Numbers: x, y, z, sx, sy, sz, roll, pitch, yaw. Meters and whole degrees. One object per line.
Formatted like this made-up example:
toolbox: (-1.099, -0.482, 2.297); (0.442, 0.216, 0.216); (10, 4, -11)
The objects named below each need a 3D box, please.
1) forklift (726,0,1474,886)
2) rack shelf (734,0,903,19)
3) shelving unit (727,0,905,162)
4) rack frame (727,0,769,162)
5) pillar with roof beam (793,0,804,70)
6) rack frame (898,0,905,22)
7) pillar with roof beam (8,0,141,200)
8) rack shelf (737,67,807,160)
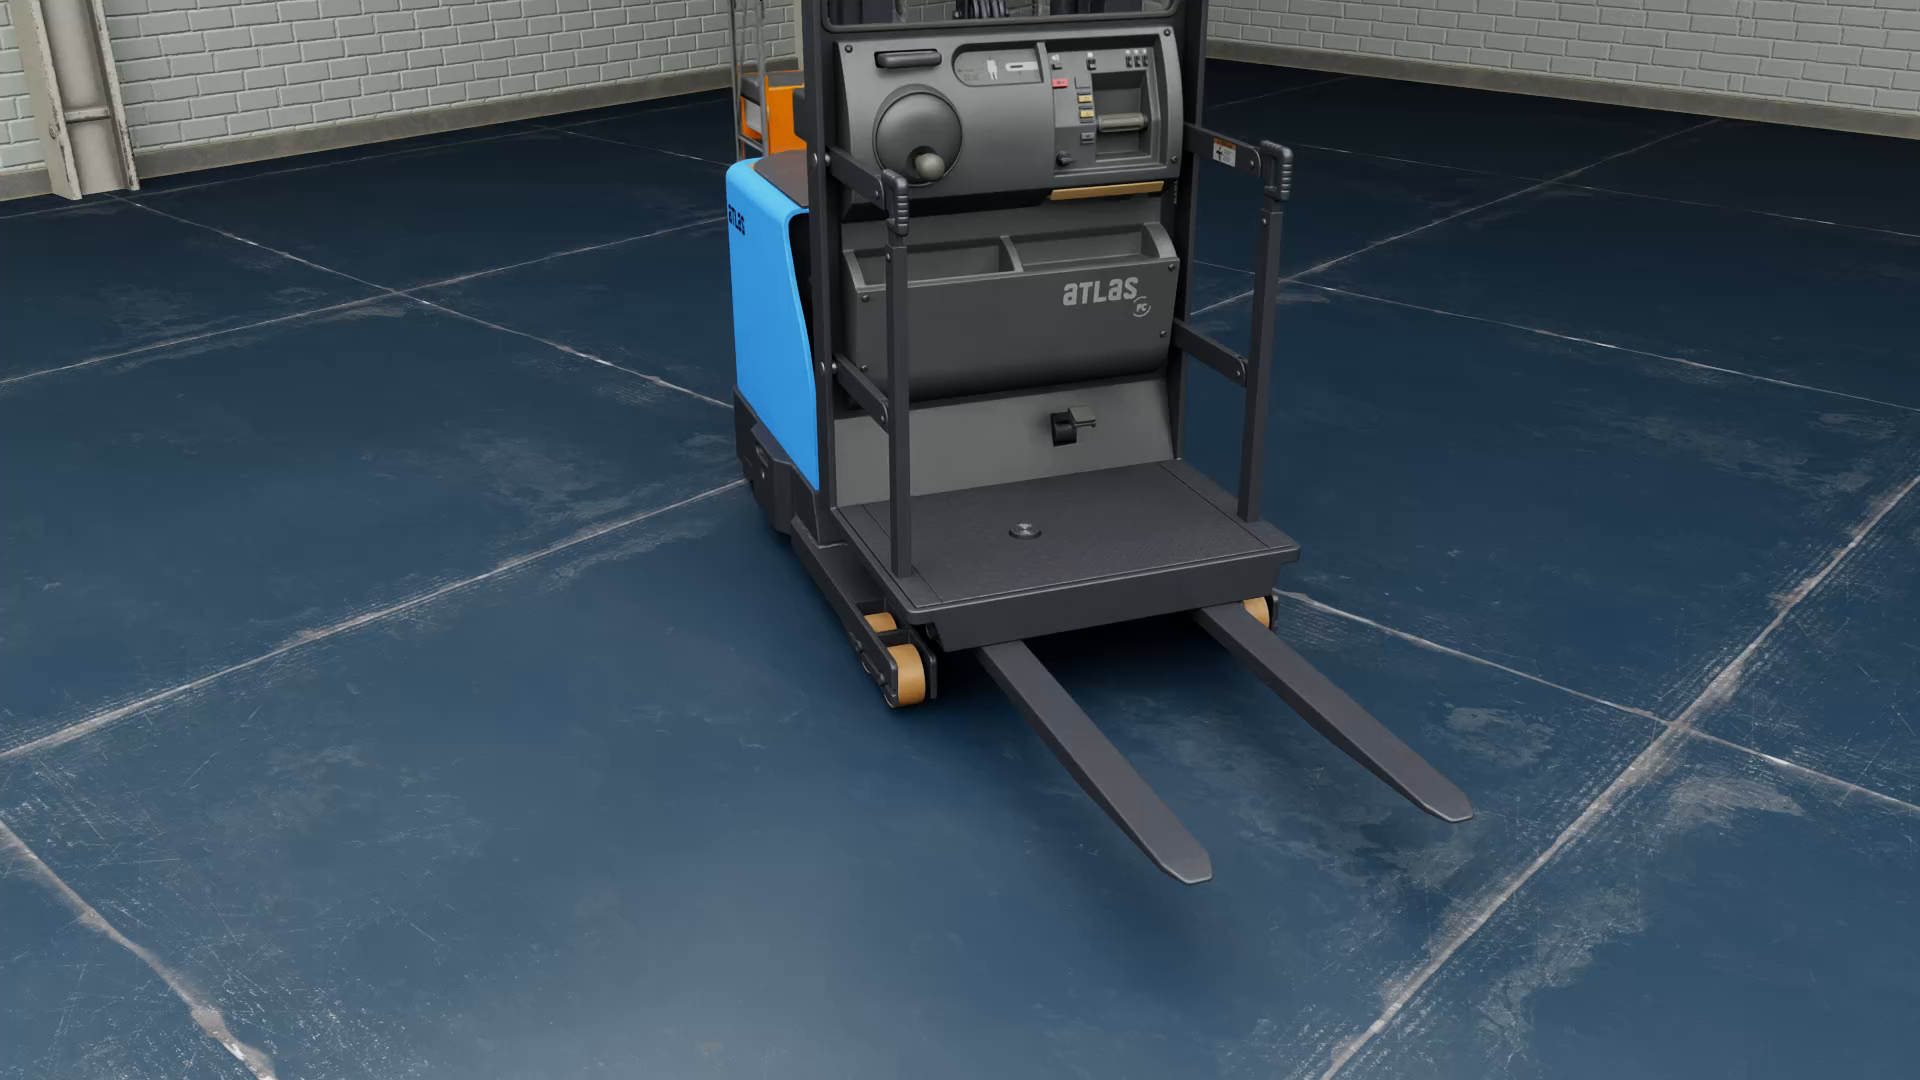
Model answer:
forklift: (0.221, -1.096, 4.112); (1.130, 2.935, 3.031); (-9, 26, -19)
rack shelf: (-0.491, -2.025, 5.510); (0.480, 0.518, 0.431); (-9, 24, -19)
shelving unit: (-0.485, -1.393, 5.776); (0.503, 2.100, 0.431); (-9, 24, -19)
rack frame: (-0.712, -1.356, 5.695); (0.015, 2.100, 0.400); (-9, 24, -19)
pillar with roof beam: (2.079, -6.834, 9.492); (9.100, 9.000, 0.400); (20, 31, 38)
rack frame: (-0.258, -1.429, 5.857); (0.015, 2.100, 0.400); (-9, 24, -19)
pillar with roof beam: (-1.925, -5.006, 5.415); (9.100, 9.000, 0.400); (20, 31, 38)
rack shelf: (-0.485, -1.380, 5.781); (0.480, 0.518, 0.431); (-9, 24, -19)
